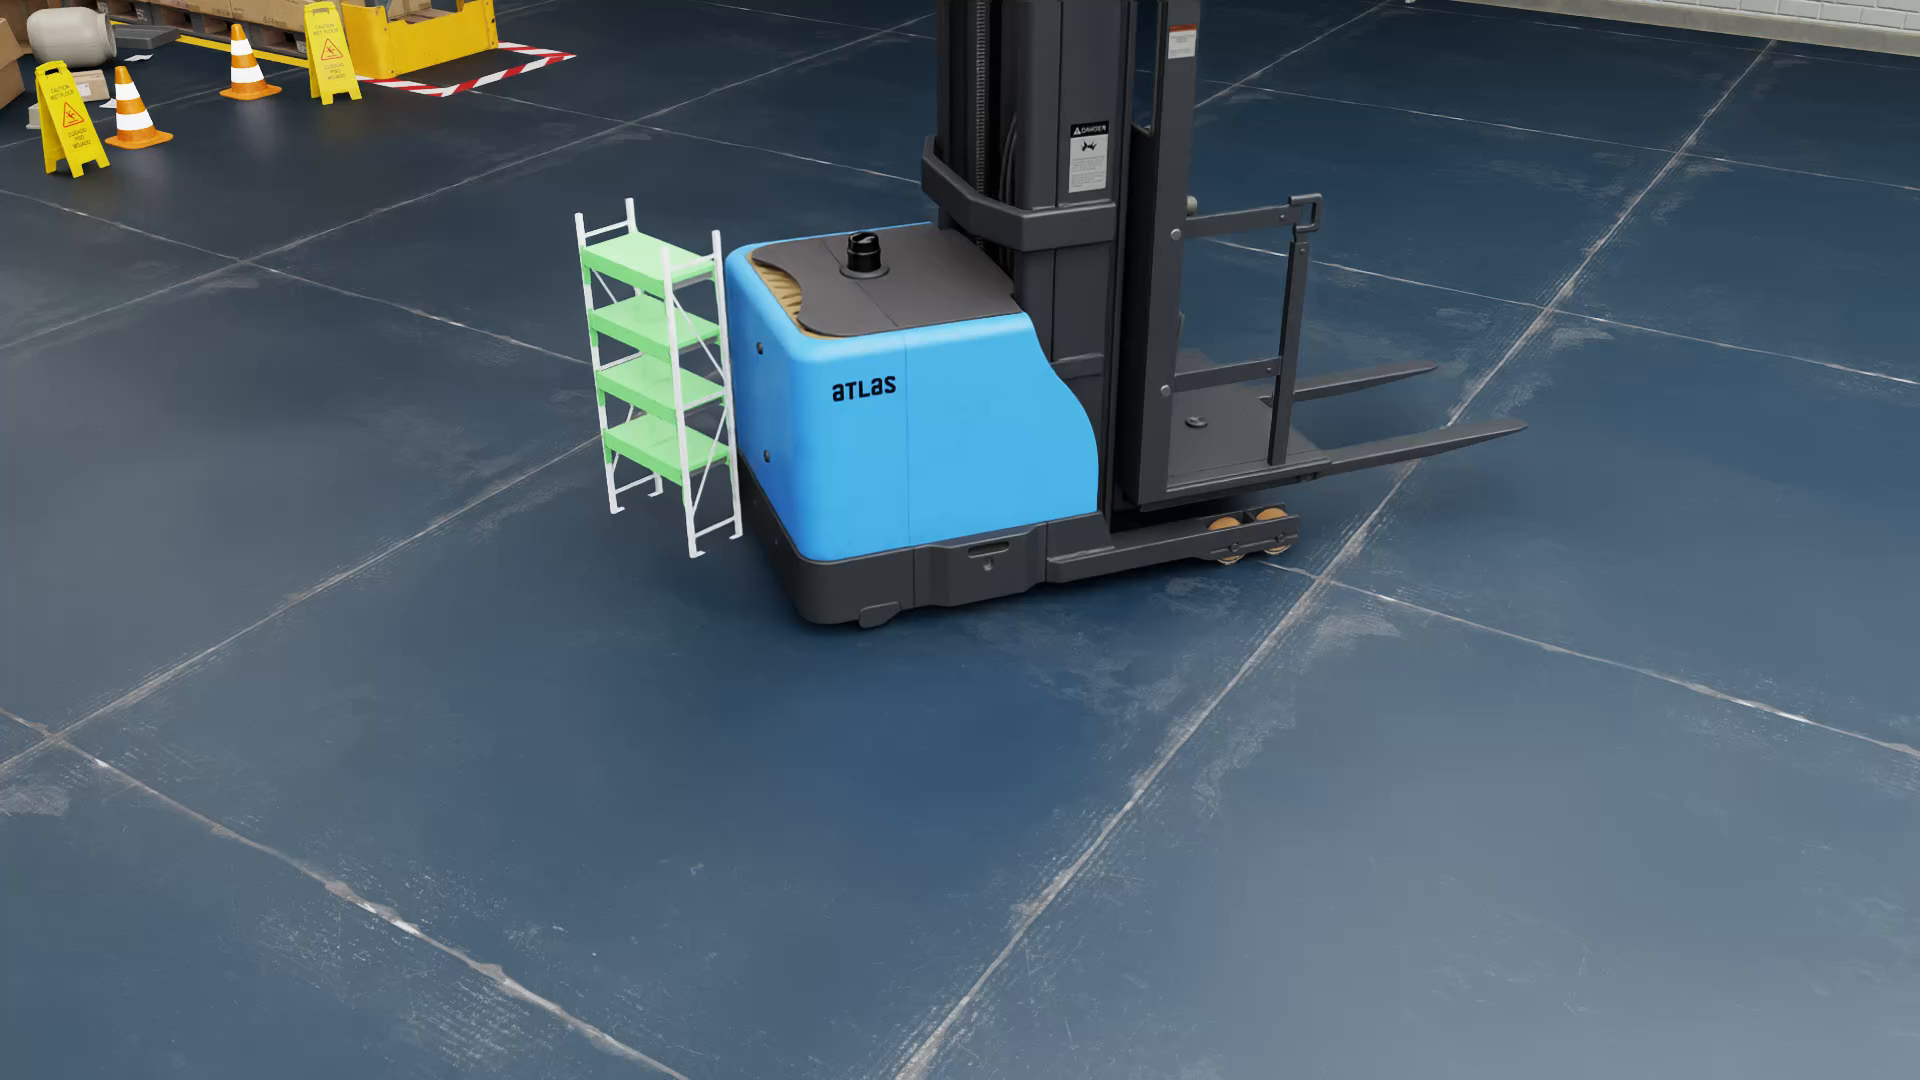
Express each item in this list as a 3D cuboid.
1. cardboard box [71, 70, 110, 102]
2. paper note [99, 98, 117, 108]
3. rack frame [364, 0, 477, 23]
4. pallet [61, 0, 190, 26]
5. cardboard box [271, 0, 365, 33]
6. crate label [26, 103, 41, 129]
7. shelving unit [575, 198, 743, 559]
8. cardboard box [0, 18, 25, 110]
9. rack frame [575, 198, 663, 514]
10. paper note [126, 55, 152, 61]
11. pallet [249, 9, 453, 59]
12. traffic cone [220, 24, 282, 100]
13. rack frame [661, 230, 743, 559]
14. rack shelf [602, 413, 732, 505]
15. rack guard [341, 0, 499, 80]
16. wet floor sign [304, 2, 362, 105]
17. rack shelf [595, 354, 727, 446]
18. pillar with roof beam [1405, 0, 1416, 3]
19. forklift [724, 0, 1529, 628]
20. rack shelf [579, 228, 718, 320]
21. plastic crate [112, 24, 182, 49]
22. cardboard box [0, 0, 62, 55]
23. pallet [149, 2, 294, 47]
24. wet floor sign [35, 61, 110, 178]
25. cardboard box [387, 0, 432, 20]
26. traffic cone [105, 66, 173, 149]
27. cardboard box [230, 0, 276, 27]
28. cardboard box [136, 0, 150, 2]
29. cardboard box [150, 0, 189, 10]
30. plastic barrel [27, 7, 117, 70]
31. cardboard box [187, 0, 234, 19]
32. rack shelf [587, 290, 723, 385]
[{"bbox_3d":[-6.078,-3.110,11.434,0.380,0.149,0.250,-15,33,-24],"label":"cardboard box"},{"bbox_3d":[-5.754,-2.974,11.318,0.142,0.019,0.148,6,31,10],"label":"paper note"},{"bbox_3d":[-3.895,-4.853,11.592,0.127,3.000,1.000,18,35,27],"label":"rack frame"},{"bbox_3d":[-6.695,-4.555,13.848,1.213,0.211,1.003,18,35,27],"label":"pallet"},{"bbox_3d":[-4.743,-3.955,12.364,0.500,0.250,0.500,17,34,27],"label":"cardboard box"},{"bbox_3d":[-5.946,-2.800,10.914,0.298,0.136,0.250,1,30,2],"label":"crate label"},{"bbox_3d":[-1.085,-0.579,6.053,0.503,1.200,0.258,26,39,37],"label":"shelving unit"},{"bbox_3d":[-6.729,-3.165,11.175,0.637,0.503,0.797,-4,30,-7],"label":"cardboard box"},{"bbox_3d":[-1.262,-0.664,6.198,0.015,1.200,0.240,26,39,37],"label":"rack frame"},{"bbox_3d":[-6.116,-3.598,12.387,0.148,0.019,0.142,6,31,10],"label":"paper note"},{"bbox_3d":[-4.629,-3.901,12.728,1.213,0.211,1.003,18,35,27],"label":"pallet"},{"bbox_3d":[-4.945,-3.322,11.485,0.334,0.463,0.336,18,35,27],"label":"traffic cone"},{"bbox_3d":[-0.909,-0.495,5.907,0.015,1.200,0.240,26,39,37],"label":"rack frame"},{"bbox_3d":[-1.085,-0.317,6.206,0.480,0.148,0.258,26,39,37],"label":"rack shelf"},{"bbox_3d":[-3.959,-3.793,12.256,0.348,0.500,1.175,18,35,27],"label":"rack guard"},{"bbox_3d":[-4.303,-3.328,11.315,0.267,0.644,0.232,-21,36,-32],"label":"wet floor sign"},{"bbox_3d":[-1.085,-0.524,6.085,0.480,0.148,0.258,26,39,37],"label":"rack shelf"},{"bbox_3d":[1.423,-6.690,8.787,0.400,9.000,9.100,18,35,27],"label":"pillar with roof beam"},{"bbox_3d":[0.722,-1.418,5.772,3.031,2.935,1.130,-11,32,-18],"label":"forklift"},{"bbox_3d":[-1.085,-0.939,5.843,0.480,0.148,0.258,26,39,37],"label":"rack shelf"},{"bbox_3d":[-6.389,-3.893,12.843,0.583,0.080,0.402,6,31,10],"label":"plastic crate"},{"bbox_3d":[-7.099,-3.978,12.570,0.500,0.500,0.500,-9,32,-15],"label":"cardboard box"},{"bbox_3d":[-5.658,-4.229,13.289,1.213,0.211,1.003,18,35,27],"label":"pallet"},{"bbox_3d":[-5.364,-2.533,9.952,0.232,0.644,0.267,12,32,19],"label":"wet floor sign"},{"bbox_3d":[-4.431,-4.181,12.751,0.500,0.250,0.500,17,34,27],"label":"cardboard box"},{"bbox_3d":[-5.247,-2.757,10.516,0.334,0.463,0.336,18,35,27],"label":"traffic cone"},{"bbox_3d":[-5.157,-4.090,12.597,0.500,0.250,0.500,18,35,28],"label":"cardboard box"},{"bbox_3d":[-6.468,-4.507,13.310,0.500,0.250,0.500,20,36,30],"label":"cardboard box"},{"bbox_3d":[-6.018,-4.366,13.068,0.500,0.250,0.500,17,34,27],"label":"cardboard box"},{"bbox_3d":[-6.449,-3.647,12.082,0.512,0.421,0.421,-9,32,-15],"label":"plastic barrel"},{"bbox_3d":[-5.603,-4.228,12.833,0.500,0.250,0.500,16,34,26],"label":"cardboard box"},{"bbox_3d":[-1.085,-0.732,5.964,0.480,0.148,0.258,26,39,37],"label":"rack shelf"}]
